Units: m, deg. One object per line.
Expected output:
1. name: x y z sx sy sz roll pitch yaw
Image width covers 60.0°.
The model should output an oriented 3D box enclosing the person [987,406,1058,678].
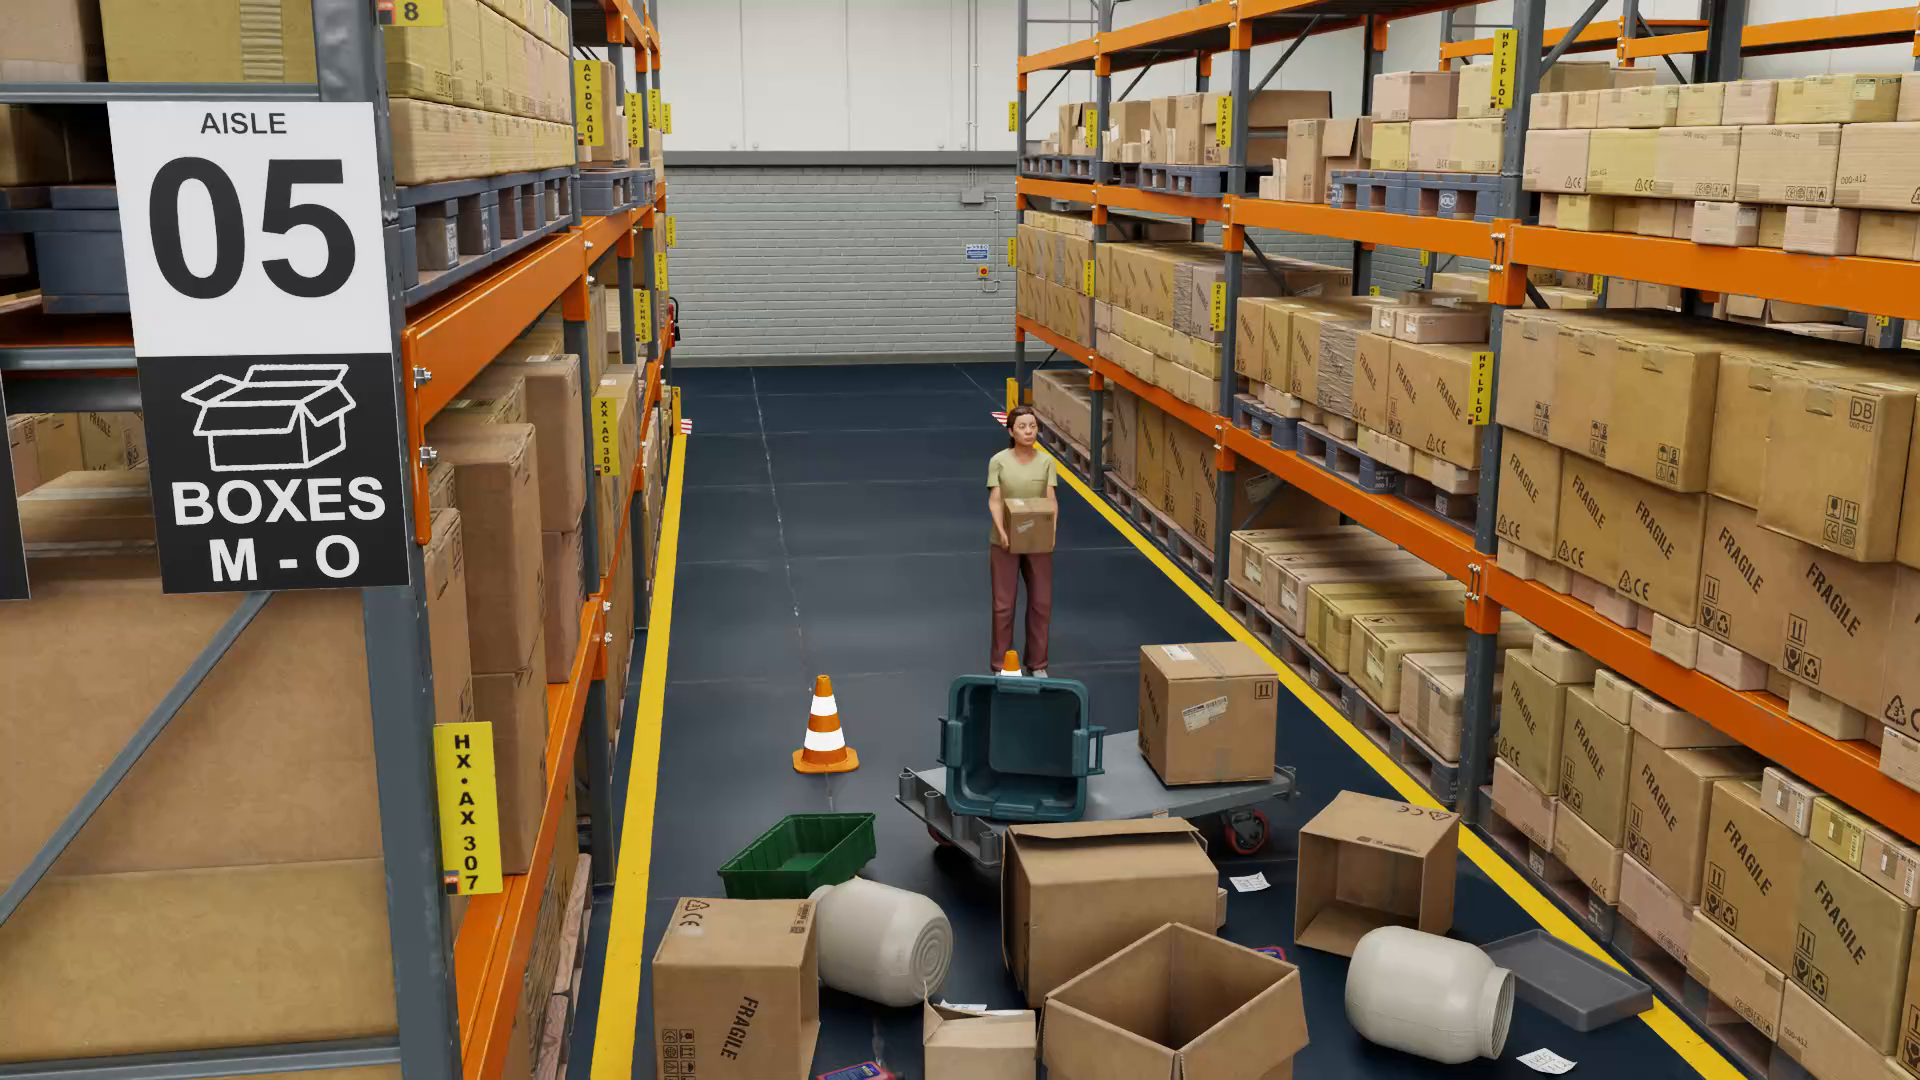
1. person: 0.374 0.053 9.791 0.426 1.662 0.561 -2 13 -7
